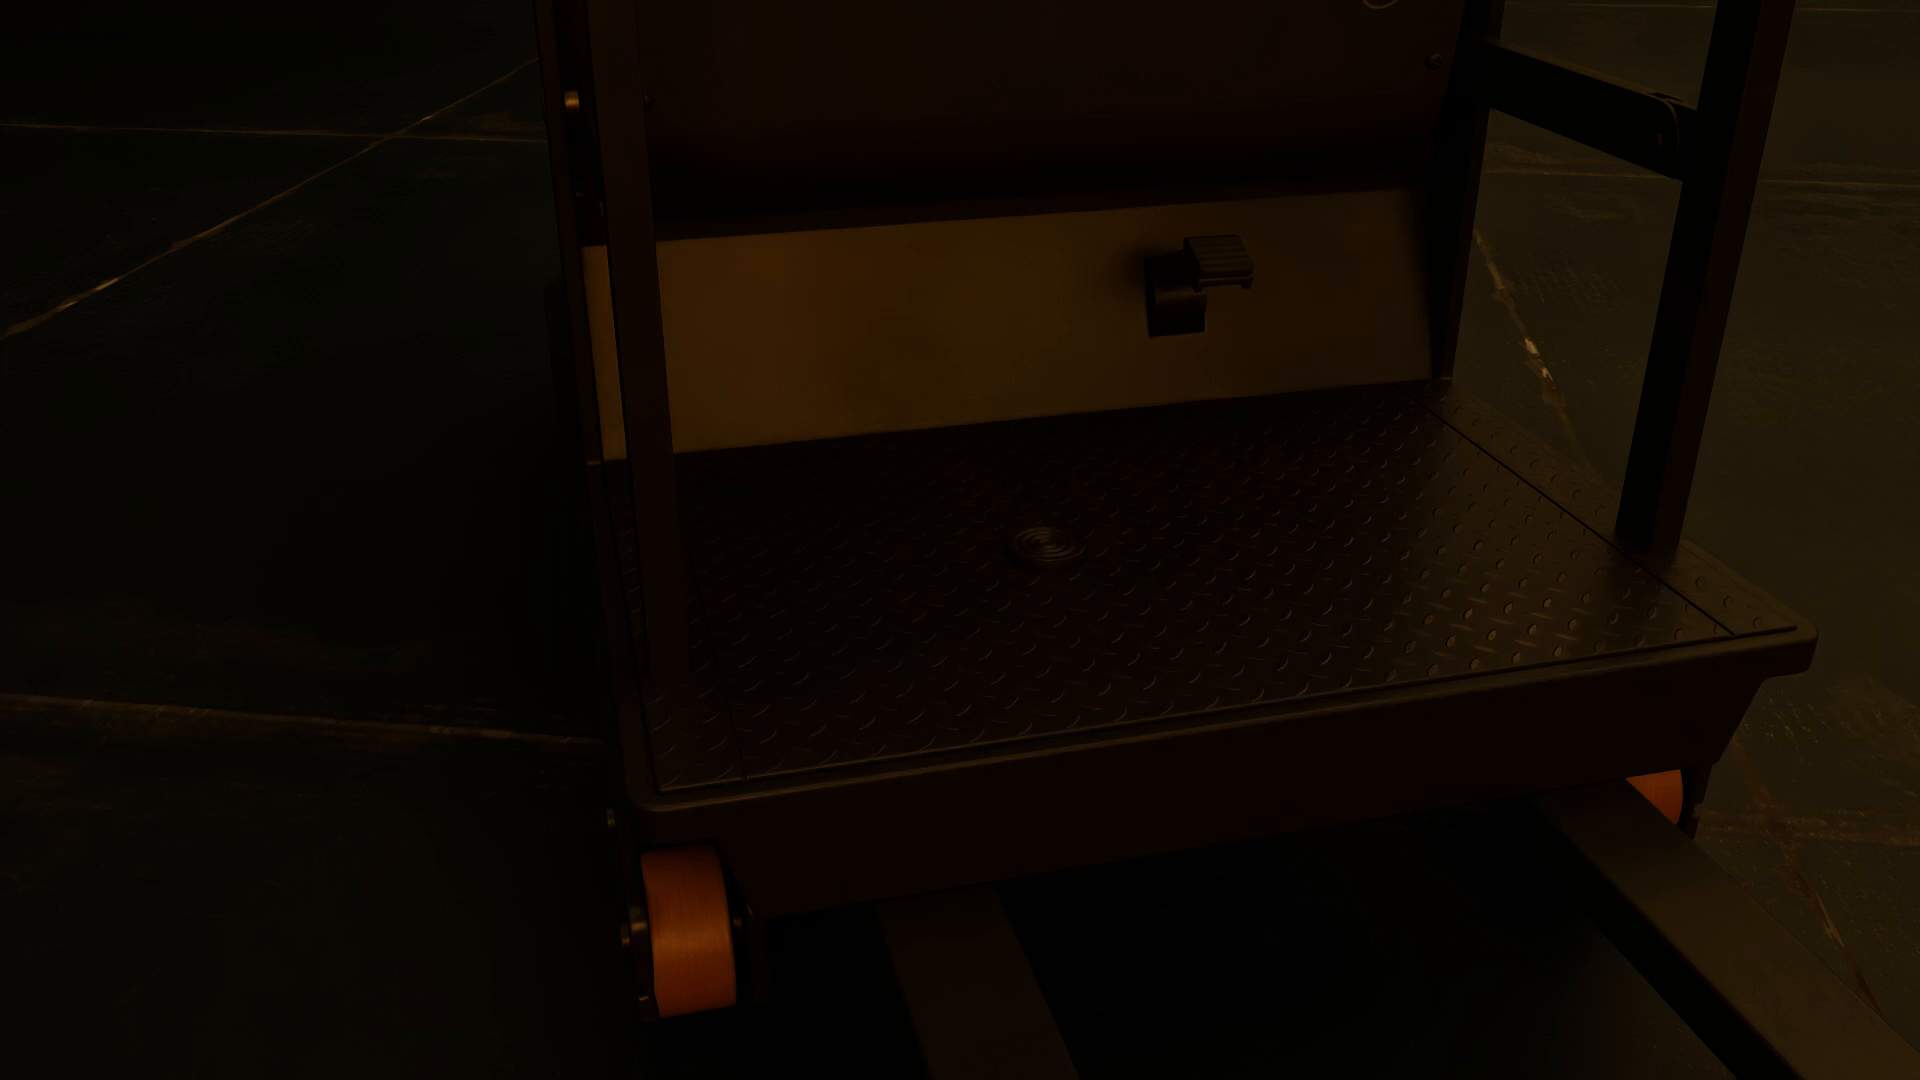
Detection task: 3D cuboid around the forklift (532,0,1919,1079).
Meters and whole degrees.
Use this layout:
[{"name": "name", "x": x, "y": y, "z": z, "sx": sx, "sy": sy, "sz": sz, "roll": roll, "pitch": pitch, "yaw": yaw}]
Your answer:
[{"name": "forklift", "x": 0.153, "y": -1.049, "z": 1.319, "sx": 1.130, "sy": 2.935, "sz": 3.031, "roll": -7, "pitch": 27, "yaw": -13}]
